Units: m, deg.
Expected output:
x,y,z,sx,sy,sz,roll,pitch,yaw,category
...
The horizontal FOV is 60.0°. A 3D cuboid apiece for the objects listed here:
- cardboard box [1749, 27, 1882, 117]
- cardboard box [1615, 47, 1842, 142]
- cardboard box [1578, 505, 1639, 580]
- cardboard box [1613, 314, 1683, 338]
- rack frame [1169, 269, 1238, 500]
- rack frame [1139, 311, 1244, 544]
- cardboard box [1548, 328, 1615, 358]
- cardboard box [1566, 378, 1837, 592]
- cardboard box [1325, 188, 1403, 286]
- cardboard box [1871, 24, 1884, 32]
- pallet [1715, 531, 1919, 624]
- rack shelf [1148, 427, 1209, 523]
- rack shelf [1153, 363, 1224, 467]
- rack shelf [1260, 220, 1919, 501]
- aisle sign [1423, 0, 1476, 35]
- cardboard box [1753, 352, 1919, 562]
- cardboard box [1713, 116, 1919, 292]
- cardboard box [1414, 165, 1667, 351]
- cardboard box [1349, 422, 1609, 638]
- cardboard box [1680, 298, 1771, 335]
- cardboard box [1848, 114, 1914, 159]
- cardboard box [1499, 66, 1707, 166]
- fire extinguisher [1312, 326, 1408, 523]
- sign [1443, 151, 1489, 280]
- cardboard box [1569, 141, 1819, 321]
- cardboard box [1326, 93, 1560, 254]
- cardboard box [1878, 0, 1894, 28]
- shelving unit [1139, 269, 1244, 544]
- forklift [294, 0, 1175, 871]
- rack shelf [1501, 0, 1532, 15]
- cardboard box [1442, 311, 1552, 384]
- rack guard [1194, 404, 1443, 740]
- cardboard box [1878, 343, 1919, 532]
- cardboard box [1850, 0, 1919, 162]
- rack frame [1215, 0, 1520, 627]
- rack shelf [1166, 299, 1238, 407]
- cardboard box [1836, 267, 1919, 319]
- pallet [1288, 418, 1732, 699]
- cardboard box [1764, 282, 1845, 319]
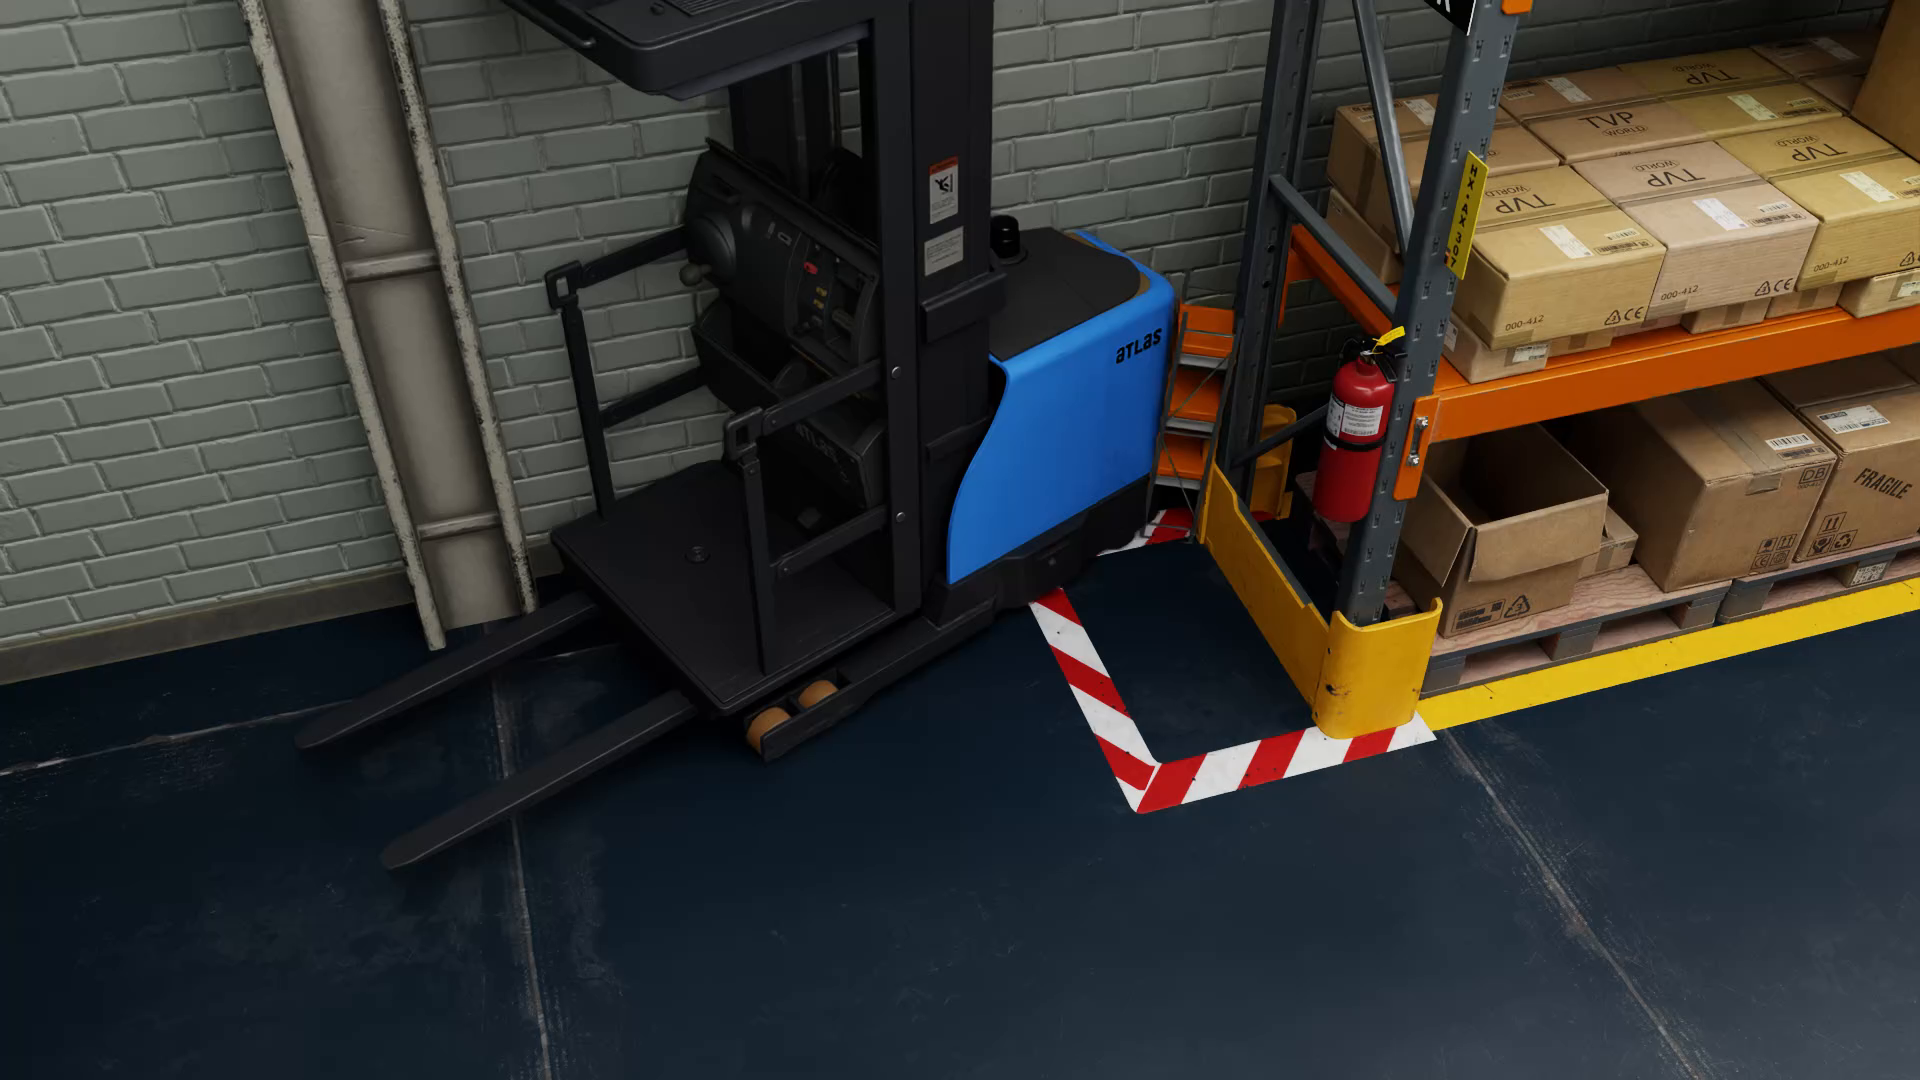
x,y,z,sx,sy,sz,roll,pitch,yaw,category
2.955,-1.457,5.526,0.500,0.250,0.500,-12,43,-13,cardboard box
2.456,-1.354,5.408,0.500,0.250,0.500,-10,42,-12,cardboard box
2.160,-0.050,5.875,0.250,0.149,0.380,-13,43,-15,cardboard box
1.996,-0.796,5.072,0.250,0.149,0.380,-12,43,-14,cardboard box
0.838,-0.540,6.044,0.200,1.050,0.008,8,45,3,rack frame
0.806,-0.371,5.871,0.200,1.050,0.008,8,45,3,rack frame
1.756,-0.722,4.988,0.250,0.149,0.380,-11,42,-12,cardboard box
2.570,-0.268,5.857,0.500,0.500,0.700,-10,42,-11,cardboard box
1.367,-0.984,5.288,0.250,0.149,0.380,-12,43,-14,cardboard box
3.424,-1.558,5.642,0.500,0.250,0.500,-11,42,-12,cardboard box
3.125,-0.206,6.326,1.213,0.211,1.003,-12,42,-13,pallet
0.803,-0.251,6.161,0.215,0.259,0.240,8,45,3,rack shelf
0.821,-0.448,5.965,0.215,0.259,0.240,8,45,3,rack shelf
3.039,-0.969,5.626,4.000,0.370,1.077,-12,42,-13,rack shelf
1.154,-1.626,3.855,0.004,0.787,0.394,-12,42,-13,aisle sign
3.104,-0.309,5.905,0.500,0.500,0.500,-11,42,-12,cardboard box
2.608,-1.023,5.029,0.500,0.250,0.500,-12,43,-14,cardboard box
1.645,-0.821,4.798,0.500,0.250,0.500,-11,42,-13,cardboard box
1.743,-0.124,5.691,0.637,0.503,0.797,-13,43,-15,cardboard box
2.256,-0.808,5.085,0.250,0.149,0.380,-10,42,-12,cardboard box
3.090,-1.137,5.160,0.500,0.250,0.500,-13,43,-14,cardboard box
1.982,-1.259,5.299,0.500,0.250,0.500,-12,42,-13,cardboard box
1.130,-0.356,4.720,0.183,0.674,0.296,-12,42,-13,fire extinguisher
1.294,-0.830,4.263,0.005,0.325,0.100,-12,42,-13,sign
2.126,-0.921,4.912,0.500,0.250,0.500,-11,42,-13,cardboard box
1.490,-1.158,5.183,0.500,0.250,0.500,-11,42,-12,cardboard box
3.446,-1.846,5.401,0.500,0.500,0.500,-13,43,-14,cardboard box
0.822,-0.455,5.958,0.215,1.050,0.252,8,45,3,shelving unit
-0.710,-0.784,4.920,3.031,2.935,1.130,-29,49,-29,forklift
3.039,-2.099,4.639,4.000,0.370,1.077,-12,42,-13,rack shelf
1.527,-0.643,4.897,0.250,0.149,0.380,-12,43,-13,cardboard box
1.204,0.082,5.777,0.348,0.500,1.175,-12,42,-13,rack guard
3.560,-0.473,6.092,0.500,0.500,0.700,-13,43,-15,cardboard box
3.075,-1.400,4.891,0.500,0.500,0.500,-11,42,-12,cardboard box
1.131,-0.845,4.937,0.127,3.000,1.000,-12,42,-13,rack frame
0.839,-0.649,5.765,0.215,0.259,0.240,8,45,3,rack shelf
2.771,-0.866,5.153,0.250,0.149,0.380,-13,43,-14,cardboard box
1.964,0.032,6.053,1.213,0.211,1.003,-12,42,-13,pallet
2.507,-0.864,5.150,0.250,0.149,0.380,-11,42,-12,cardboard box
